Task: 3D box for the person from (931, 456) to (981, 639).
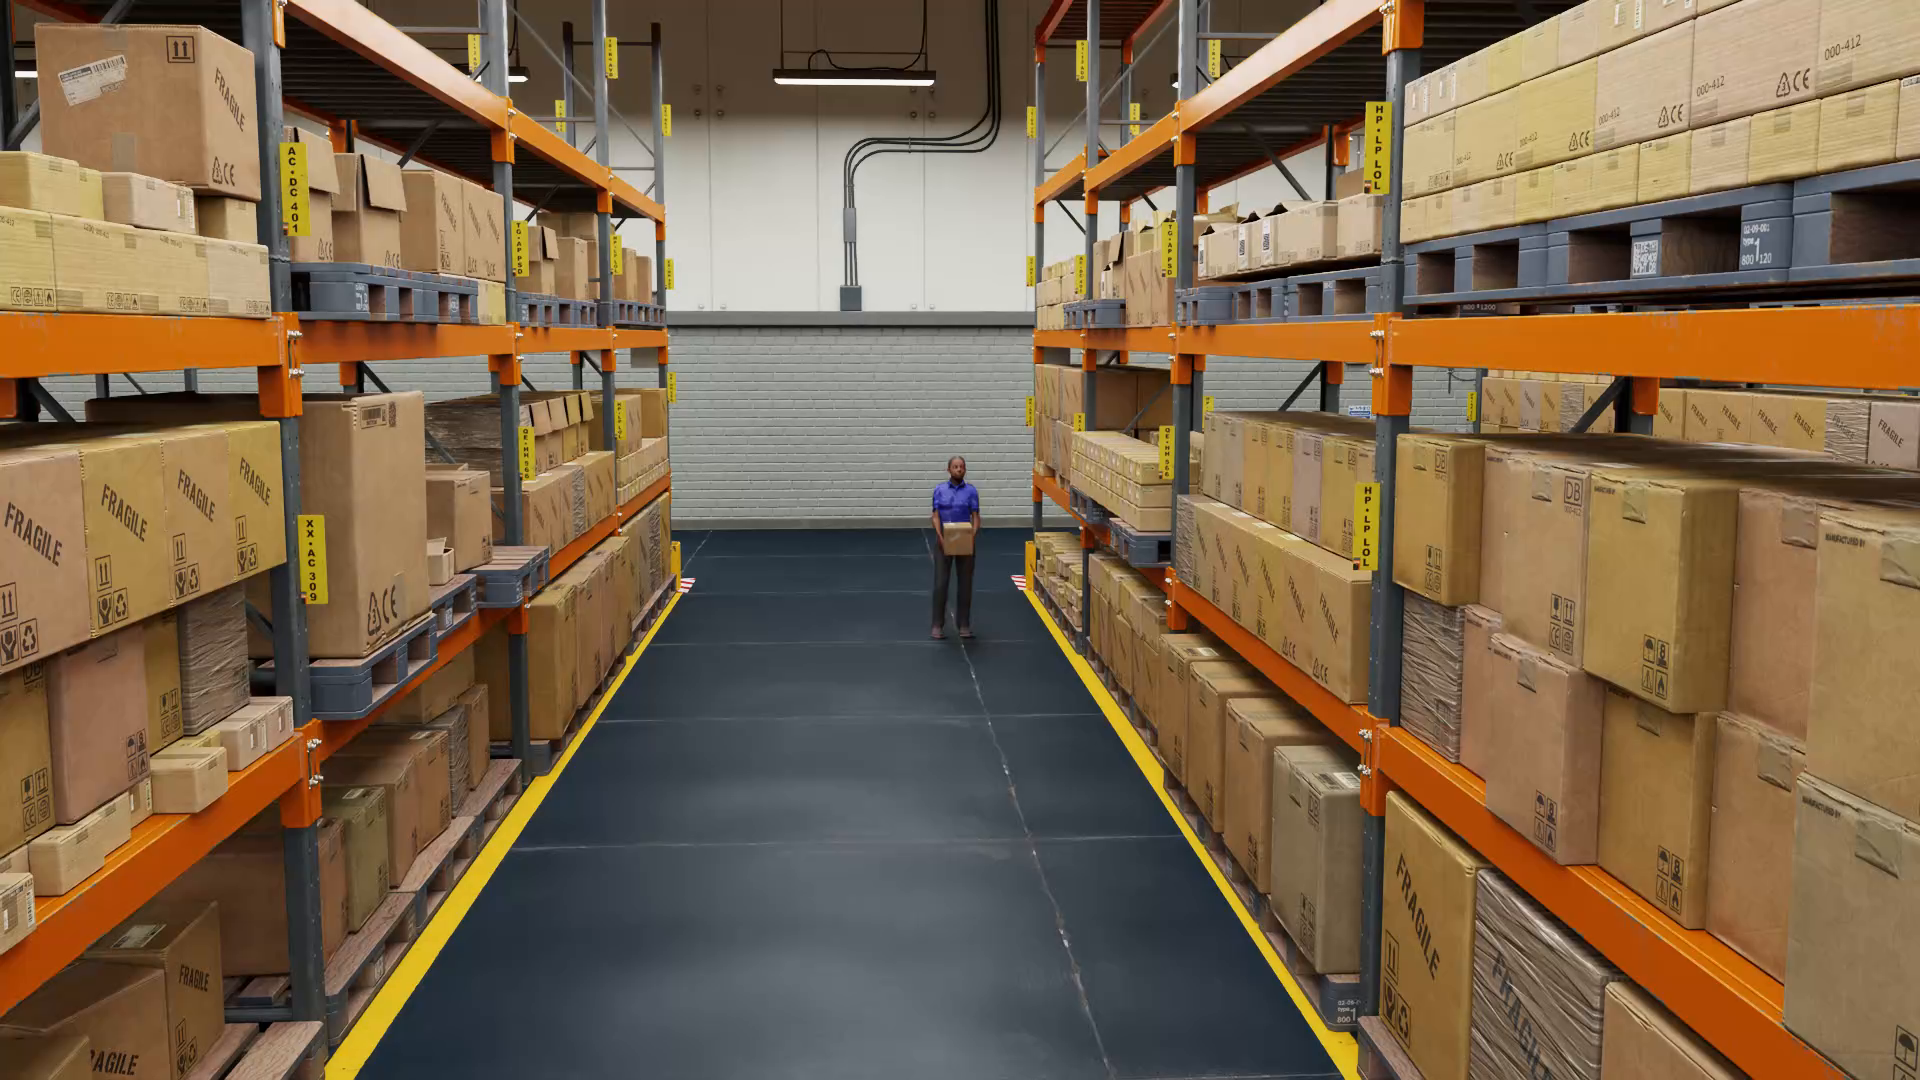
[{"bbox_3d":[-0.039,0.066,15.233,0.474,1.657,0.497,-1,7,-4],"label":"person"}]
